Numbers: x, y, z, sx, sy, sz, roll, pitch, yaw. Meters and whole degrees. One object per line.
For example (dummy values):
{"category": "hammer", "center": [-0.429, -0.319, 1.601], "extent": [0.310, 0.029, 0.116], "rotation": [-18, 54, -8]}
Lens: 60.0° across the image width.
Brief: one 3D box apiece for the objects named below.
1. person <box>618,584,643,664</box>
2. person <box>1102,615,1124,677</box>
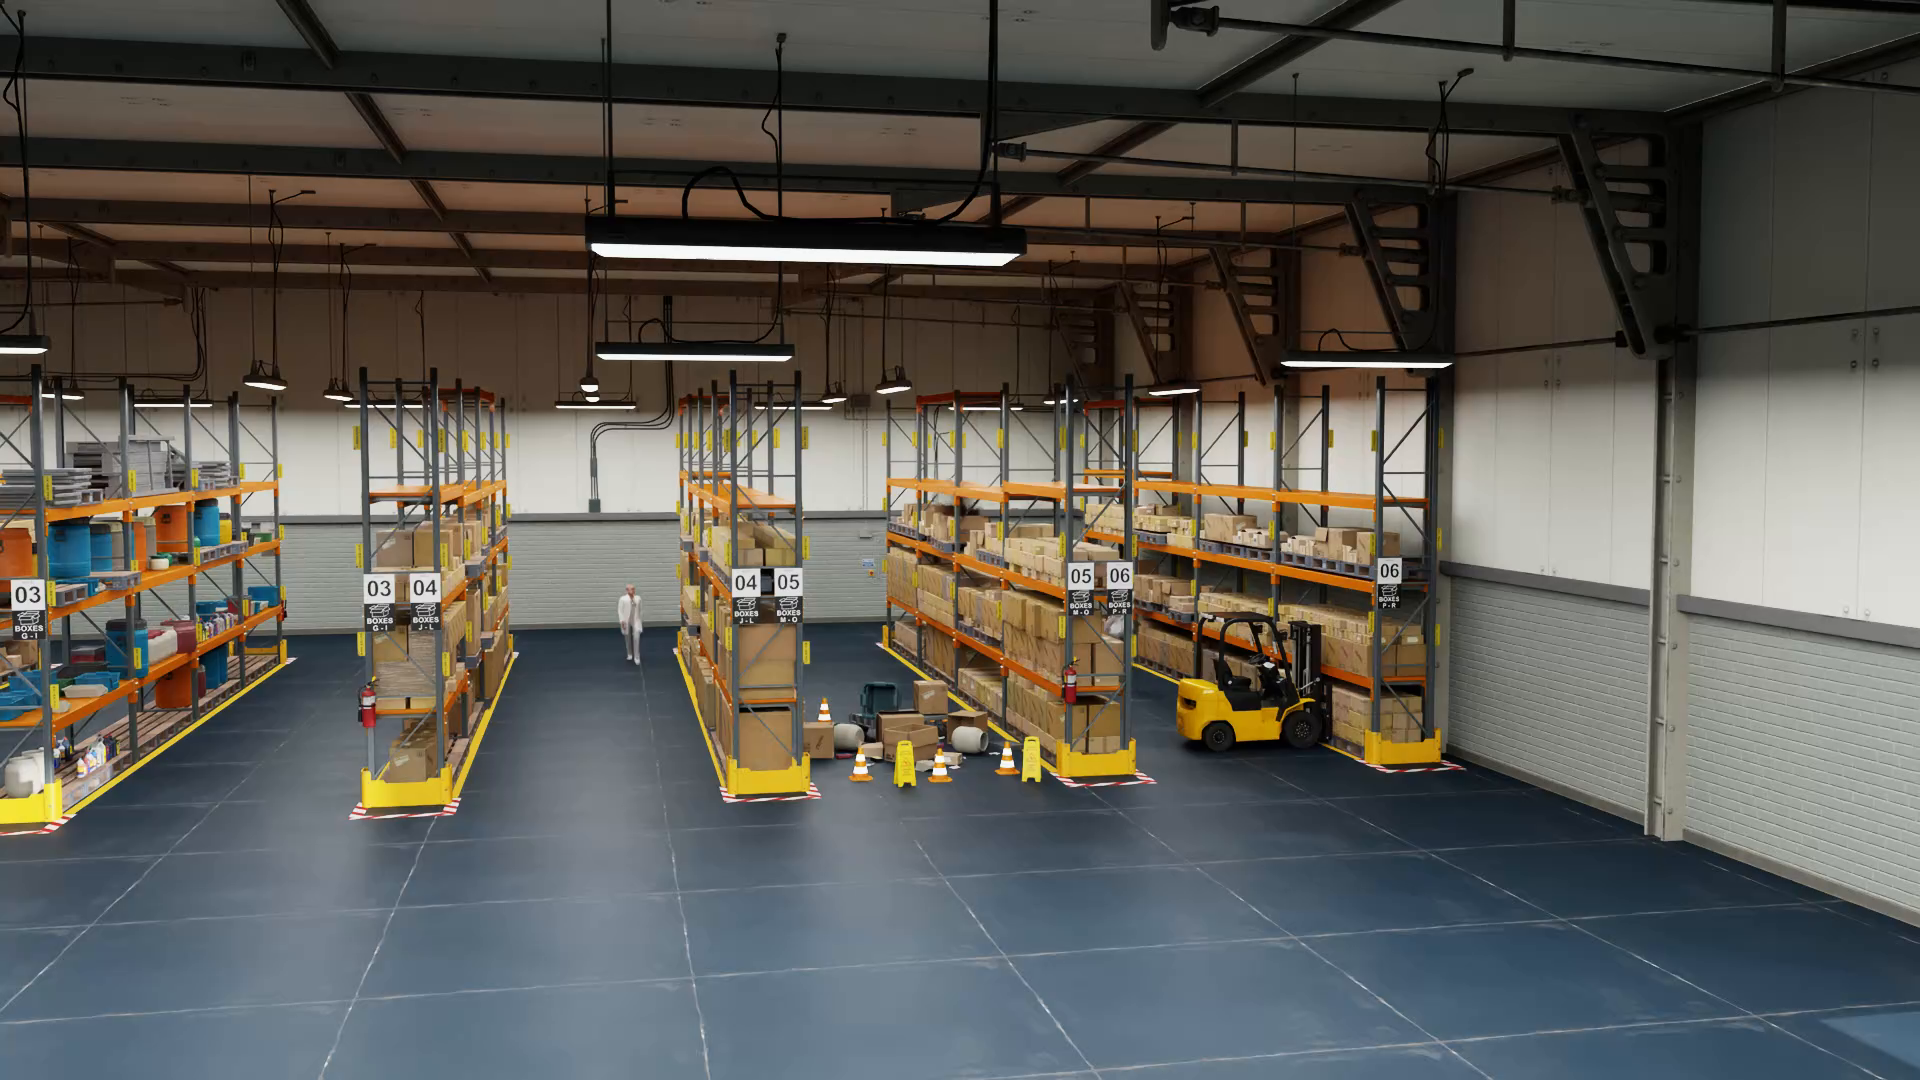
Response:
{"category": "person", "center": [-7.448, 1.915, 37.580], "extent": [0.545, 1.669, 1.019], "rotation": [-1, 3, -10]}
{"category": "person", "center": [3.199, 1.939, 34.021], "extent": [0.605, 1.796, 0.607], "rotation": [-2, 4, -27]}
